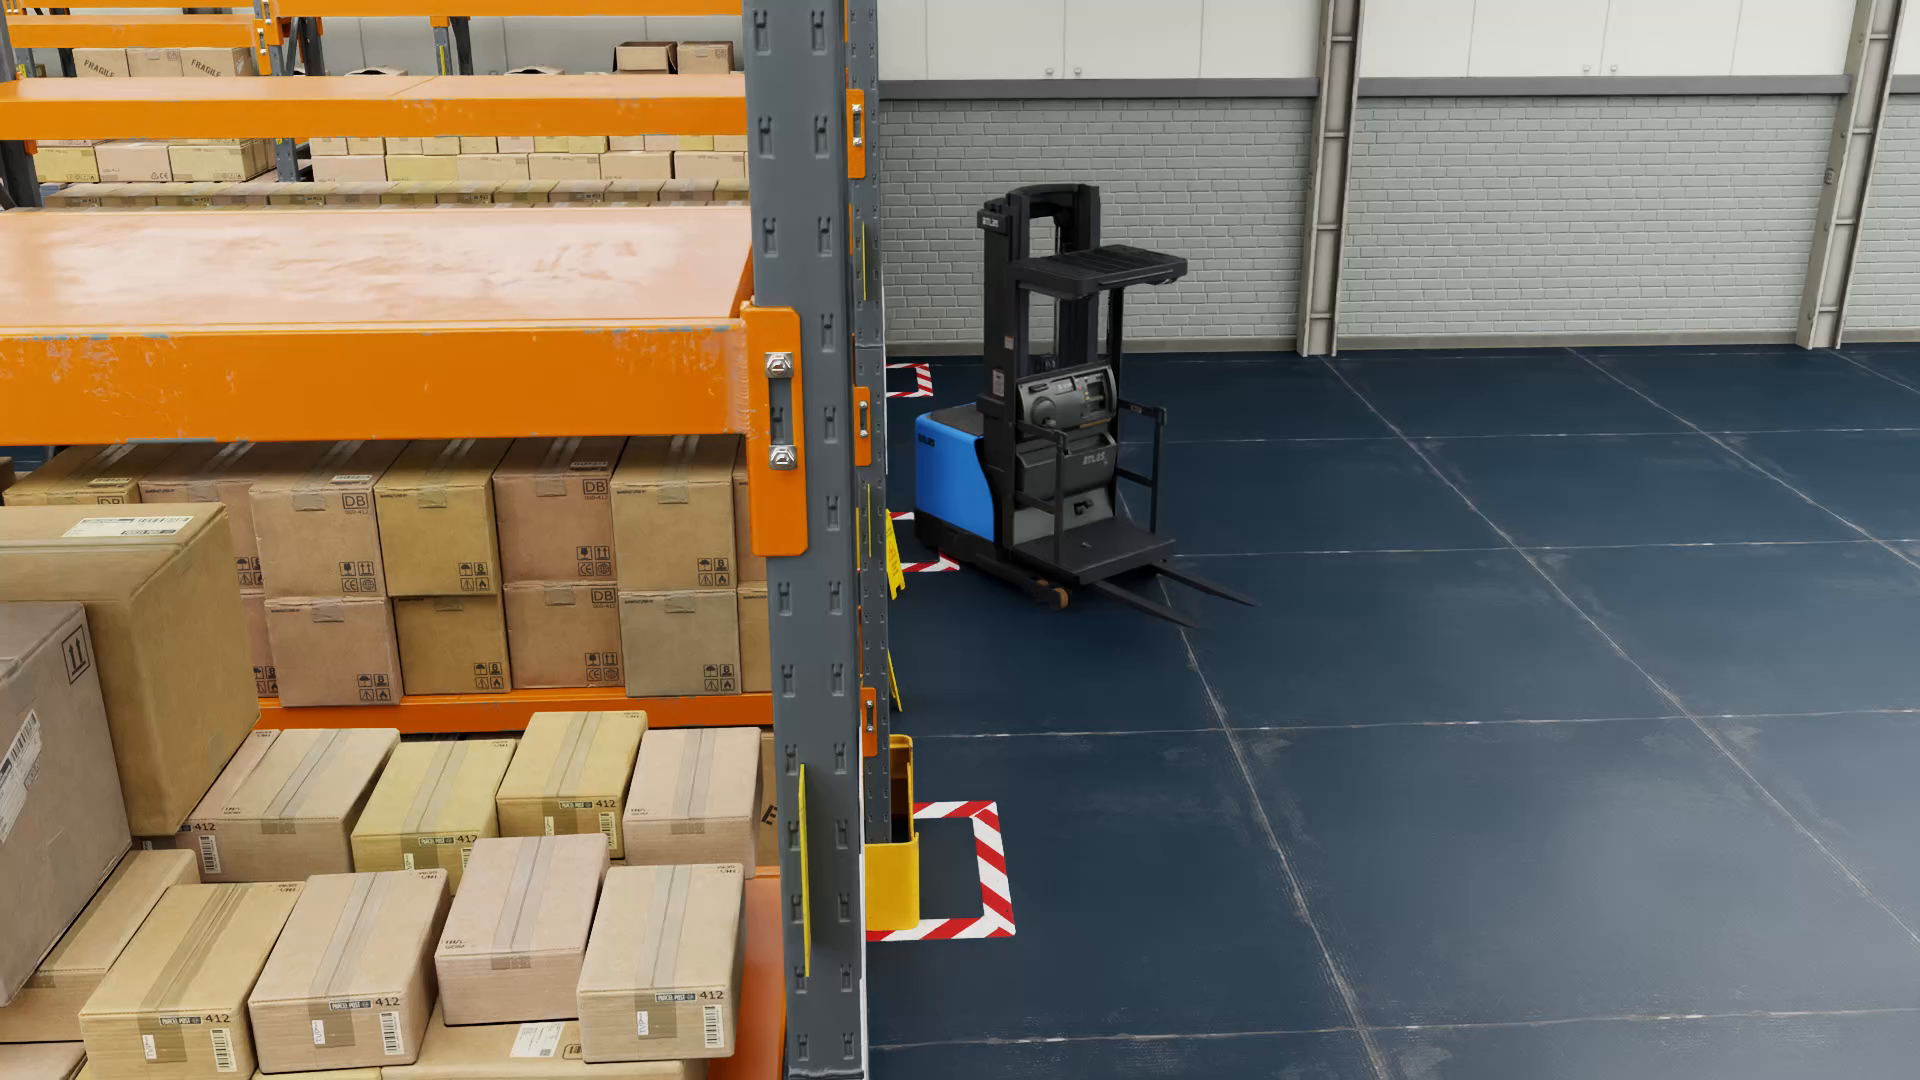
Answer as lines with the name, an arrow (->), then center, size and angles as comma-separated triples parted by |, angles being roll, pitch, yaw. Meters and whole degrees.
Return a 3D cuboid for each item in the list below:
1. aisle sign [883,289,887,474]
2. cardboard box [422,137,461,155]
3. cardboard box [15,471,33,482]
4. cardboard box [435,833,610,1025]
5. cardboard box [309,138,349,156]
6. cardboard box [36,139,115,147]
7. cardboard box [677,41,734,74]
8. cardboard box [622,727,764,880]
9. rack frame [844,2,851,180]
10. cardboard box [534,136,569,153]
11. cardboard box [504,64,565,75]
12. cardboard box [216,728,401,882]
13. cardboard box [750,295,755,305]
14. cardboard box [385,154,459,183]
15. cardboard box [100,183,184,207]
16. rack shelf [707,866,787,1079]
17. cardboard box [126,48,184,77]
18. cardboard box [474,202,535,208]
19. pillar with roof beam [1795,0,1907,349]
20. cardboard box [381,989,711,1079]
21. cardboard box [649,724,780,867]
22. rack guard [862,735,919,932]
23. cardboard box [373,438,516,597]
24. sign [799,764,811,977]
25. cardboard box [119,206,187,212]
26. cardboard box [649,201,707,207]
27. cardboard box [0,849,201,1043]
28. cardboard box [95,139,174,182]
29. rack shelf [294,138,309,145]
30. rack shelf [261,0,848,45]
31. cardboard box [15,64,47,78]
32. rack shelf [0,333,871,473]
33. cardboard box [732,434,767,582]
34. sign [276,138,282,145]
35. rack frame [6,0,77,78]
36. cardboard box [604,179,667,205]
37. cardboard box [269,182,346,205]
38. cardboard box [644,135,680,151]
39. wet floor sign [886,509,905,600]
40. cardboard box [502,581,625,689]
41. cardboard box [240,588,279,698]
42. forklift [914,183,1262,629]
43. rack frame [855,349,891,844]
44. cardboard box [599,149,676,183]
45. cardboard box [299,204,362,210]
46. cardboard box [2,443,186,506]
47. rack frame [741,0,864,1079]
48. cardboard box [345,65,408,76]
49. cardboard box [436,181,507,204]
aisle sign -> -0.347, -0.740, 7.695 | 0.004, 0.787, 0.394 | -1, 21, -3
cardboard box -> -3.693, -2.866, 11.950 | 0.250, 0.149, 0.380 | -1, 21, -3
cardboard box -> -7.505, -0.218, 13.080 | 0.625, 0.372, 0.950 | -2, 21, -4
cardboard box -> -0.779, 0.696, 3.012 | 0.250, 0.149, 0.380 | -2, 21, -5
cardboard box -> -4.479, -2.853, 11.914 | 0.250, 0.149, 0.380 | -2, 21, -4
cardboard box -> -6.401, -2.981, 11.938 | 0.500, 0.250, 0.500 | -1, 21, -2
cardboard box -> -2.562, -4.760, 16.821 | 0.500, 0.500, 0.700 | -1, 21, -3
cardboard box -> -0.541, 0.539, 3.423 | 0.250, 0.149, 0.380 | -1, 21, -3
rack frame -> -0.819, -4.190, 11.979 | 0.127, 3.000, 1.000 | -1, 21, -3
cardboard box -> -2.932, -2.914, 12.075 | 0.250, 0.149, 0.380 | -1, 21, -2
cardboard box -> -4.255, -4.602, 16.671 | 0.500, 0.311, 0.500 | -1, 21, -2
cardboard box -> -1.327, 0.539, 3.423 | 0.250, 0.149, 0.380 | 0, 21, -1
cardboard box -> -0.908, -1.235, 7.494 | 0.500, 0.250, 0.500 | -1, 21, -2
cardboard box -> -3.843, -2.701, 12.077 | 0.500, 0.250, 0.500 | -1, 21, -3
cardboard box -> -3.829, -1.575, 7.827 | 0.250, 0.149, 0.380 | -1, 21, -3
rack shelf -> -2.250, 1.109, 3.288 | 4.000, 0.370, 1.077 | -1, 21, -3
cardboard box -> -7.858, -4.652, 16.538 | 0.500, 0.500, 0.700 | -2, 21, -4
cardboard box -> -2.022, -1.377, 7.308 | 0.250, 0.149, 0.380 | -1, 21, -4
pillar with roof beam -> 10.374, -4.974, 14.037 | 0.400, 9.000, 9.100 | -1, 21, -3
cardboard box -> -0.720, 0.902, 3.030 | 0.500, 0.250, 0.500 | -1, 21, -2
cardboard box -> -1.109, 1.204, 8.639 | 0.875, 0.875, 0.875 | -1, 21, -3
rack guard -> -0.411, 1.538, 8.879 | 0.348, 0.500, 1.175 | -1, 21, -3
cardboard box -> -2.440, -0.147, 8.063 | 0.500, 0.550, 0.875 | -1, 21, -3
sign -> -0.241, 0.516, 2.590 | 0.005, 0.325, 0.100 | -1, 21, -3
cardboard box -> -3.539, -1.346, 7.227 | 0.250, 0.149, 0.380 | -1, 21, -4
cardboard box -> -1.258, -1.393, 7.350 | 0.250, 0.149, 0.380 | -1, 21, -2
cardboard box -> -1.549, 0.715, 2.962 | 0.250, 0.149, 0.380 | -1, 21, -2
cardboard box -> -5.893, -2.761, 12.063 | 0.500, 0.250, 0.500 | -1, 21, -2
rack shelf -> -7.096, -4.093, 16.952 | 4.000, 0.370, 1.077 | -1, 21, -3
rack shelf -> -2.816, -3.812, 12.001 | 4.000, 0.370, 1.077 | -1, 21, -3
cardboard box -> -9.476, -4.735, 16.858 | 0.250, 0.149, 0.380 | -2, 21, -5
rack shelf -> -2.432, -0.655, 7.921 | 4.000, 0.370, 1.077 | -1, 21, -3
cardboard box -> -0.808, -0.211, 8.231 | 0.550, 0.550, 0.875 | -1, 21, -3
sign -> -4.777, -2.936, 11.620 | 0.005, 0.325, 0.100 | -1, 21, -3
rack frame -> -9.093, -5.791, 16.183 | 0.127, 3.000, 1.000 | -1, 21, -3
cardboard box -> -1.545, -1.621, 7.950 | 0.250, 0.149, 0.380 | -1, 21, -2
cardboard box -> -3.070, -1.590, 7.868 | 0.250, 0.149, 0.380 | -1, 21, -3
cardboard box -> -2.154, -2.939, 12.142 | 0.250, 0.149, 0.380 | -1, 21, -3
wet floor sign -> -0.568, 0.090, 12.477 | 0.232, 0.644, 0.267 | 6, 22, 16
cardboard box -> -1.917, 0.309, 8.382 | 0.550, 0.550, 0.875 | -1, 21, -3
cardboard box -> -3.513, 0.350, 8.275 | 0.550, 0.550, 0.875 | -1, 21, -3
forklift -> 0.937, -1.052, 12.264 | 1.130, 2.935, 3.031 | -16, 26, -36
rack frame -> -0.435, 0.370, 8.433 | 0.127, 3.000, 1.000 | -1, 21, -3
cardboard box -> -2.334, -2.729, 12.150 | 0.500, 0.250, 0.500 | -1, 21, -2
cardboard box -> -2.775, -1.362, 7.268 | 0.250, 0.149, 0.380 | -1, 21, -3
cardboard box -> -4.059, -0.119, 7.989 | 0.550, 0.550, 0.875 | -1, 21, -3
rack frame -> -0.253, -0.670, 2.733 | 0.127, 3.000, 1.000 | -1, 21, -3
cardboard box -> -5.808, -4.570, 16.588 | 0.500, 0.311, 0.500 | -2, 21, -5
cardboard box -> -2.311, -1.606, 7.908 | 0.250, 0.149, 0.380 | -1, 21, -2
